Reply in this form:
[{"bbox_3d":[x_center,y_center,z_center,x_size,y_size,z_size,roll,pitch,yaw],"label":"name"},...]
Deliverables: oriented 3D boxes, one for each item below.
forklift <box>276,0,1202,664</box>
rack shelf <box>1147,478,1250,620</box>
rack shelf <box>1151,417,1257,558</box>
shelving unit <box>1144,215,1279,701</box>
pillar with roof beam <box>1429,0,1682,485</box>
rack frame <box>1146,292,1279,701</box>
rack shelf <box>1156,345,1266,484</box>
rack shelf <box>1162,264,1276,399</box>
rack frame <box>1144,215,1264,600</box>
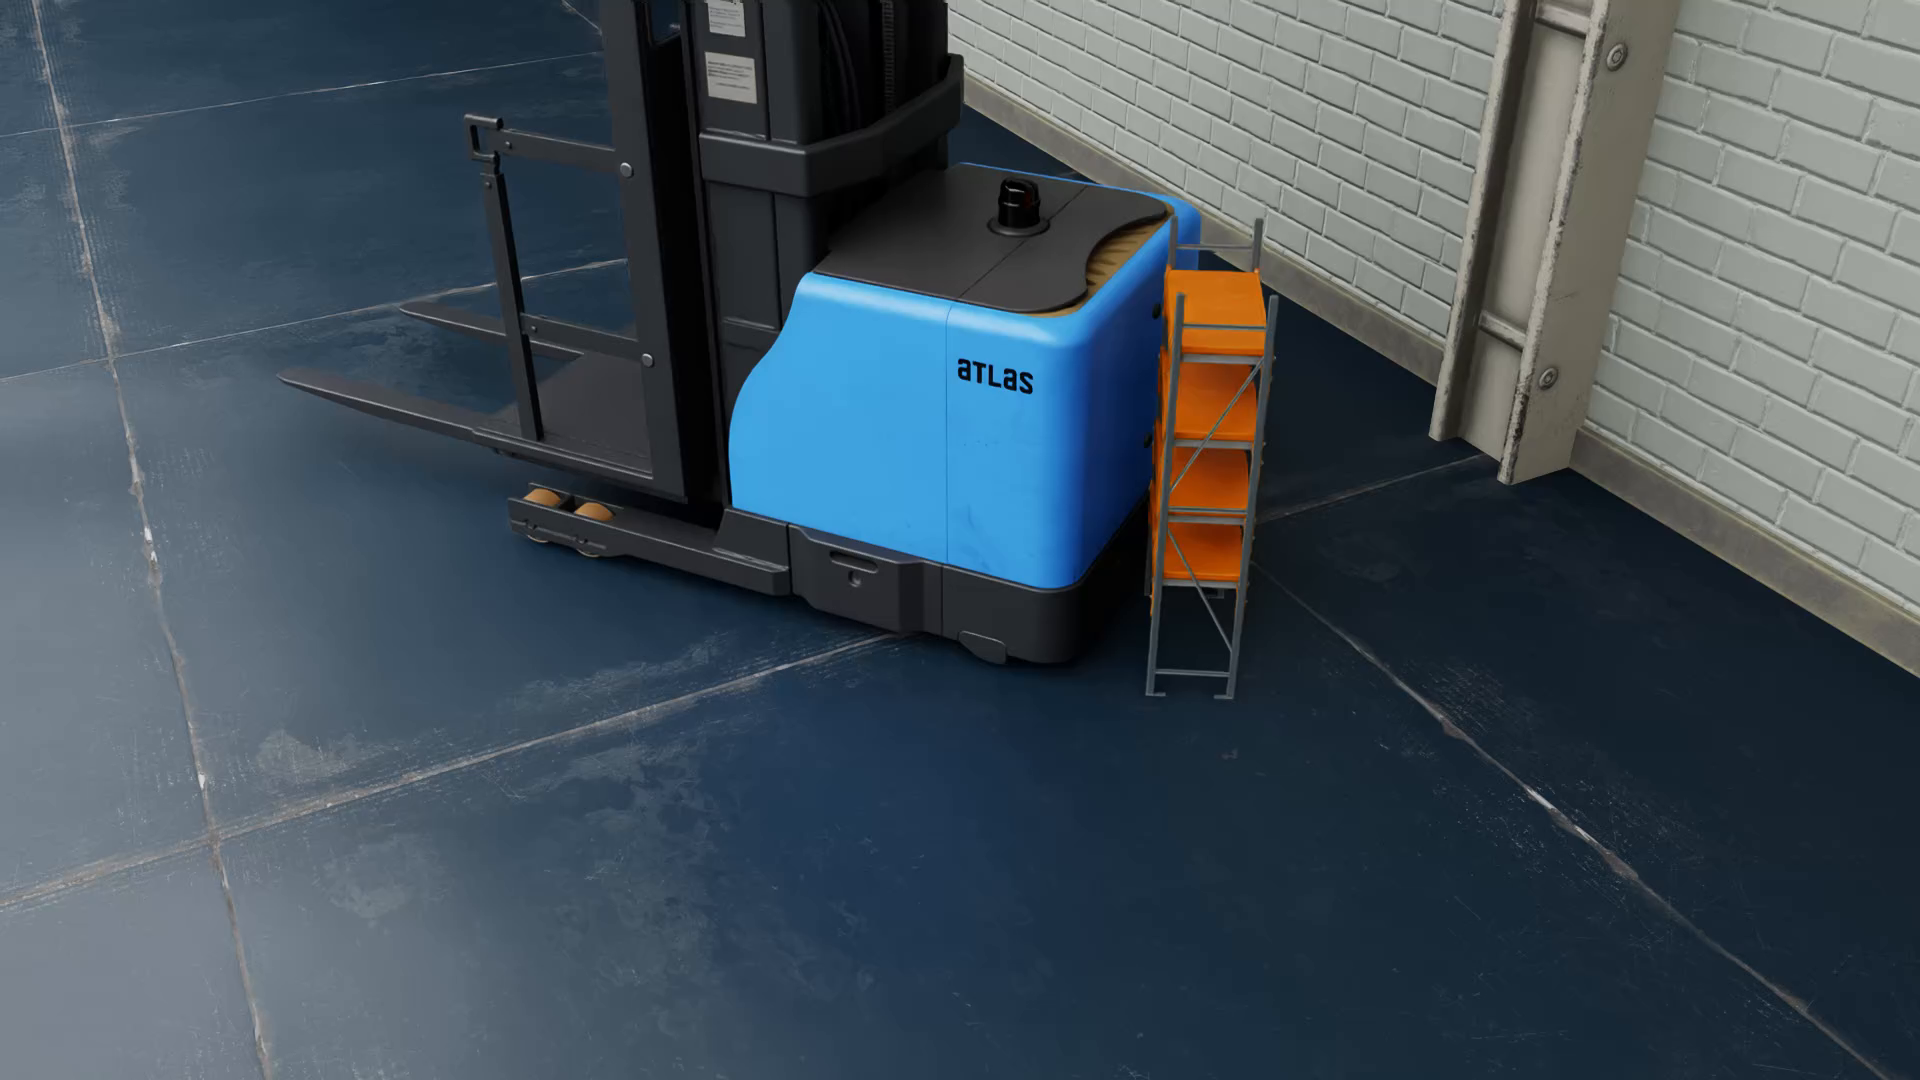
[{"bbox_3d":[-0.847,-1.421,4.751,3.031,2.935,1.130,14,35,21],"label":"forklift"},{"bbox_3d":[0.652,0.019,4.601,0.258,0.148,0.480,2,33,4],"label":"rack shelf"},{"bbox_3d":[0.652,-0.148,4.494,0.258,0.148,0.480,2,33,4],"label":"rack shelf"},{"bbox_3d":[0.652,-0.205,4.457,0.258,1.200,0.503,2,33,4],"label":"shelving unit"},{"bbox_3d":[-1.942,-3.020,1.622,9.100,9.000,0.400,-16,36,-23],"label":"pillar with roof beam"},{"bbox_3d":[0.632,-0.074,4.253,0.240,1.200,0.015,2,33,4],"label":"rack frame"},{"bbox_3d":[0.652,-0.336,4.373,0.258,0.148,0.480,2,33,4],"label":"rack shelf"},{"bbox_3d":[0.652,-0.536,4.245,0.258,0.148,0.480,2,33,4],"label":"rack shelf"},{"bbox_3d":[0.671,-0.336,4.662,0.240,1.200,0.015,2,33,4],"label":"rack frame"}]
